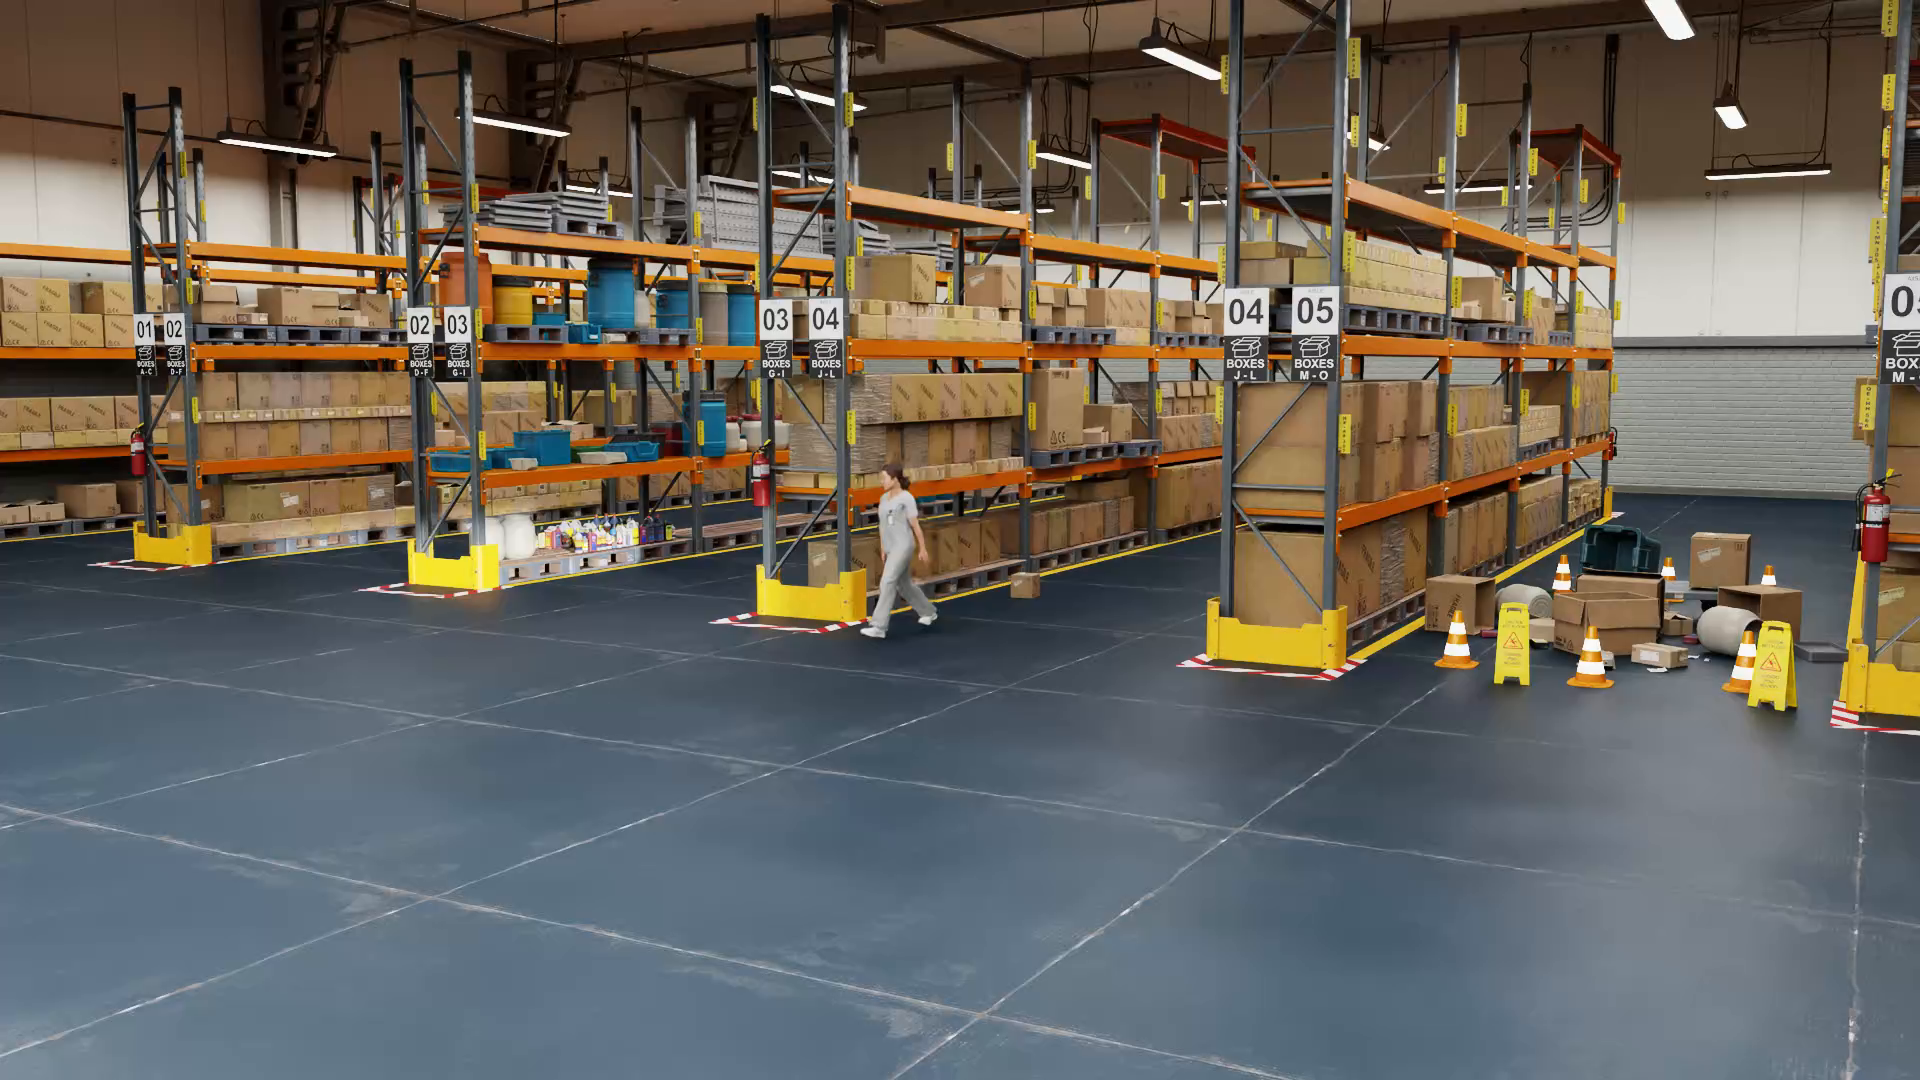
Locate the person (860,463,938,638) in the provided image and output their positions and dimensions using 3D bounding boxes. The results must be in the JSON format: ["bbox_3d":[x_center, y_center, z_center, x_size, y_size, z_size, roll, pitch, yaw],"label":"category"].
[{"bbox_3d":[-0.571,0.082,15.653,1.028,1.620,0.545,-5,8,-39],"label":"person"}]
